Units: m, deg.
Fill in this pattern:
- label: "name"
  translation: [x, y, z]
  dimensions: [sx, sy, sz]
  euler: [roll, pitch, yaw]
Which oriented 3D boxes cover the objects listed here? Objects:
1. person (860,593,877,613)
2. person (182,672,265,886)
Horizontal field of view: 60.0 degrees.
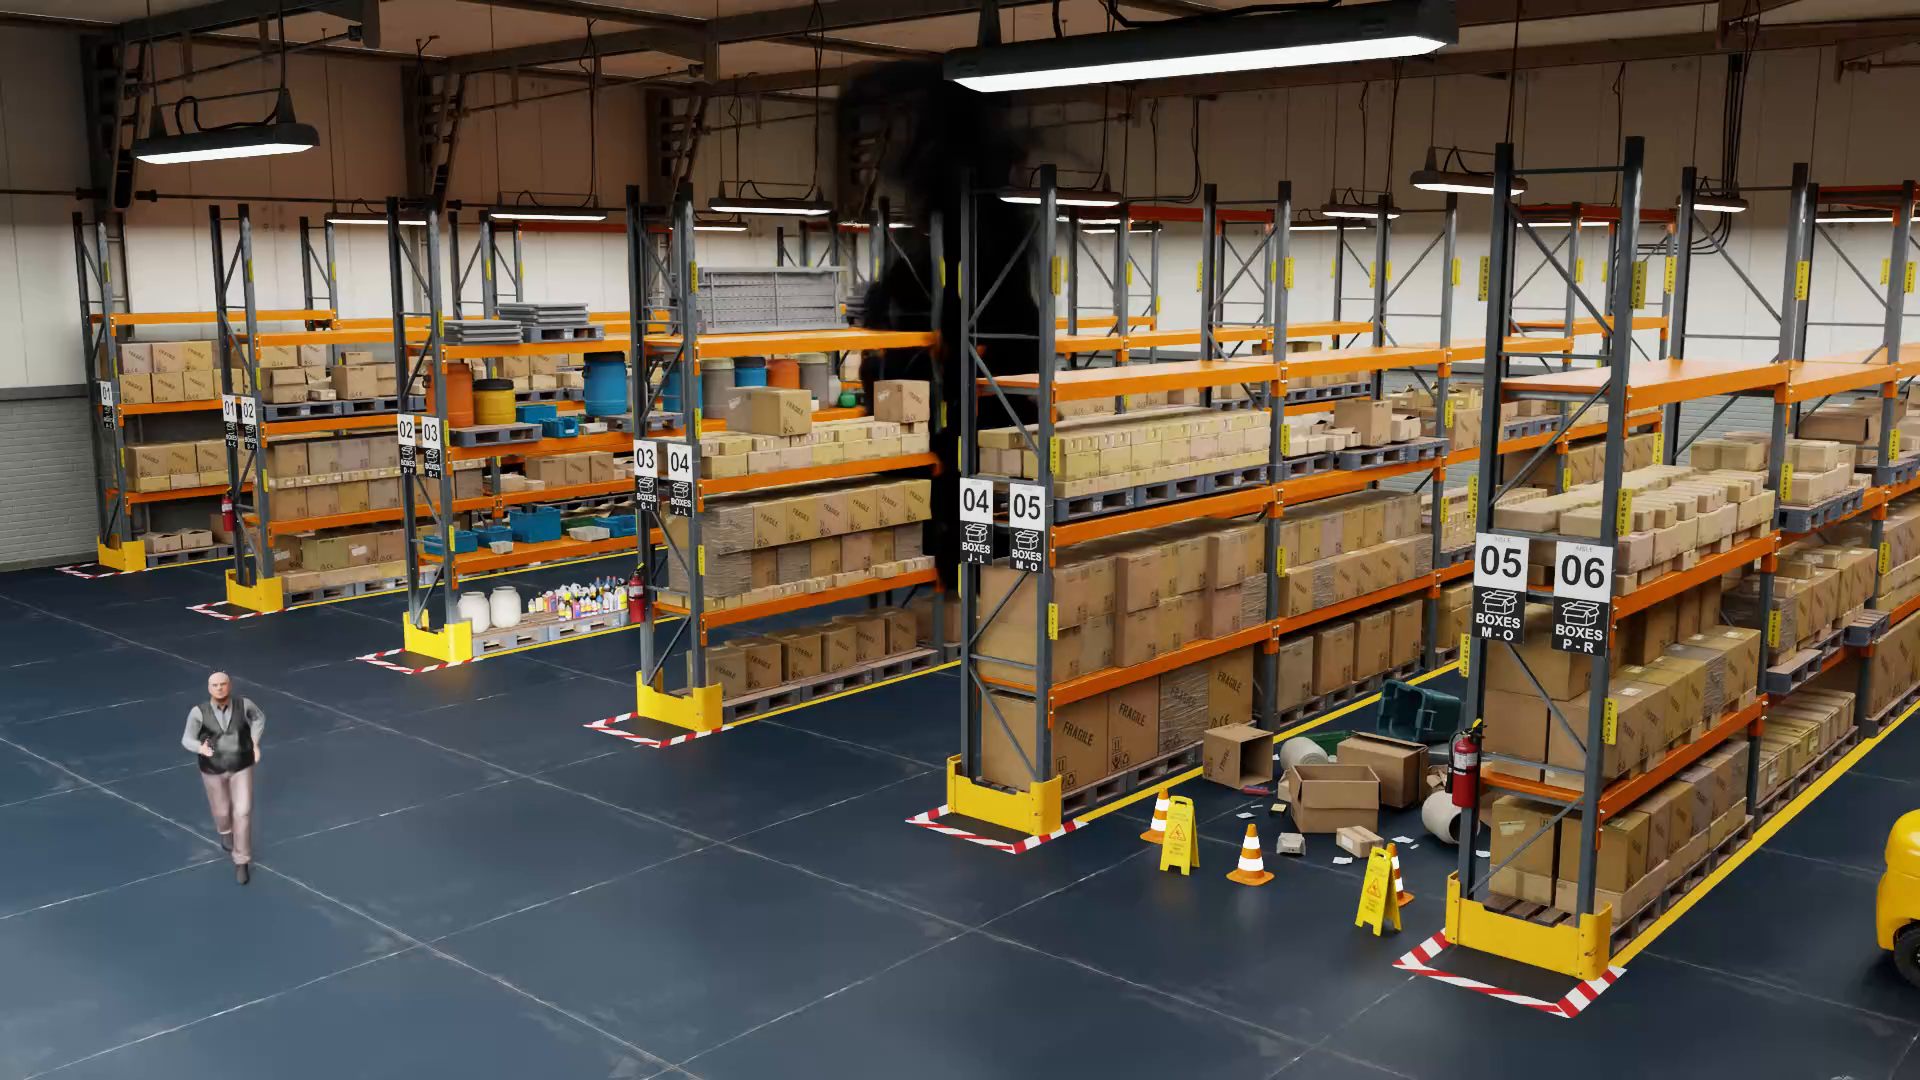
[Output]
- label: "person"
  translation: [-1.285, 0.232, 23.254]
  dimensions: [0.588, 1.615, 0.507]
  euler: [7, 12, 36]
- label: "person"
  translation: [-6.248, 1.975, 14.175]
  dimensions: [0.658, 1.737, 0.954]
  euler: [-4, 10, -23]
